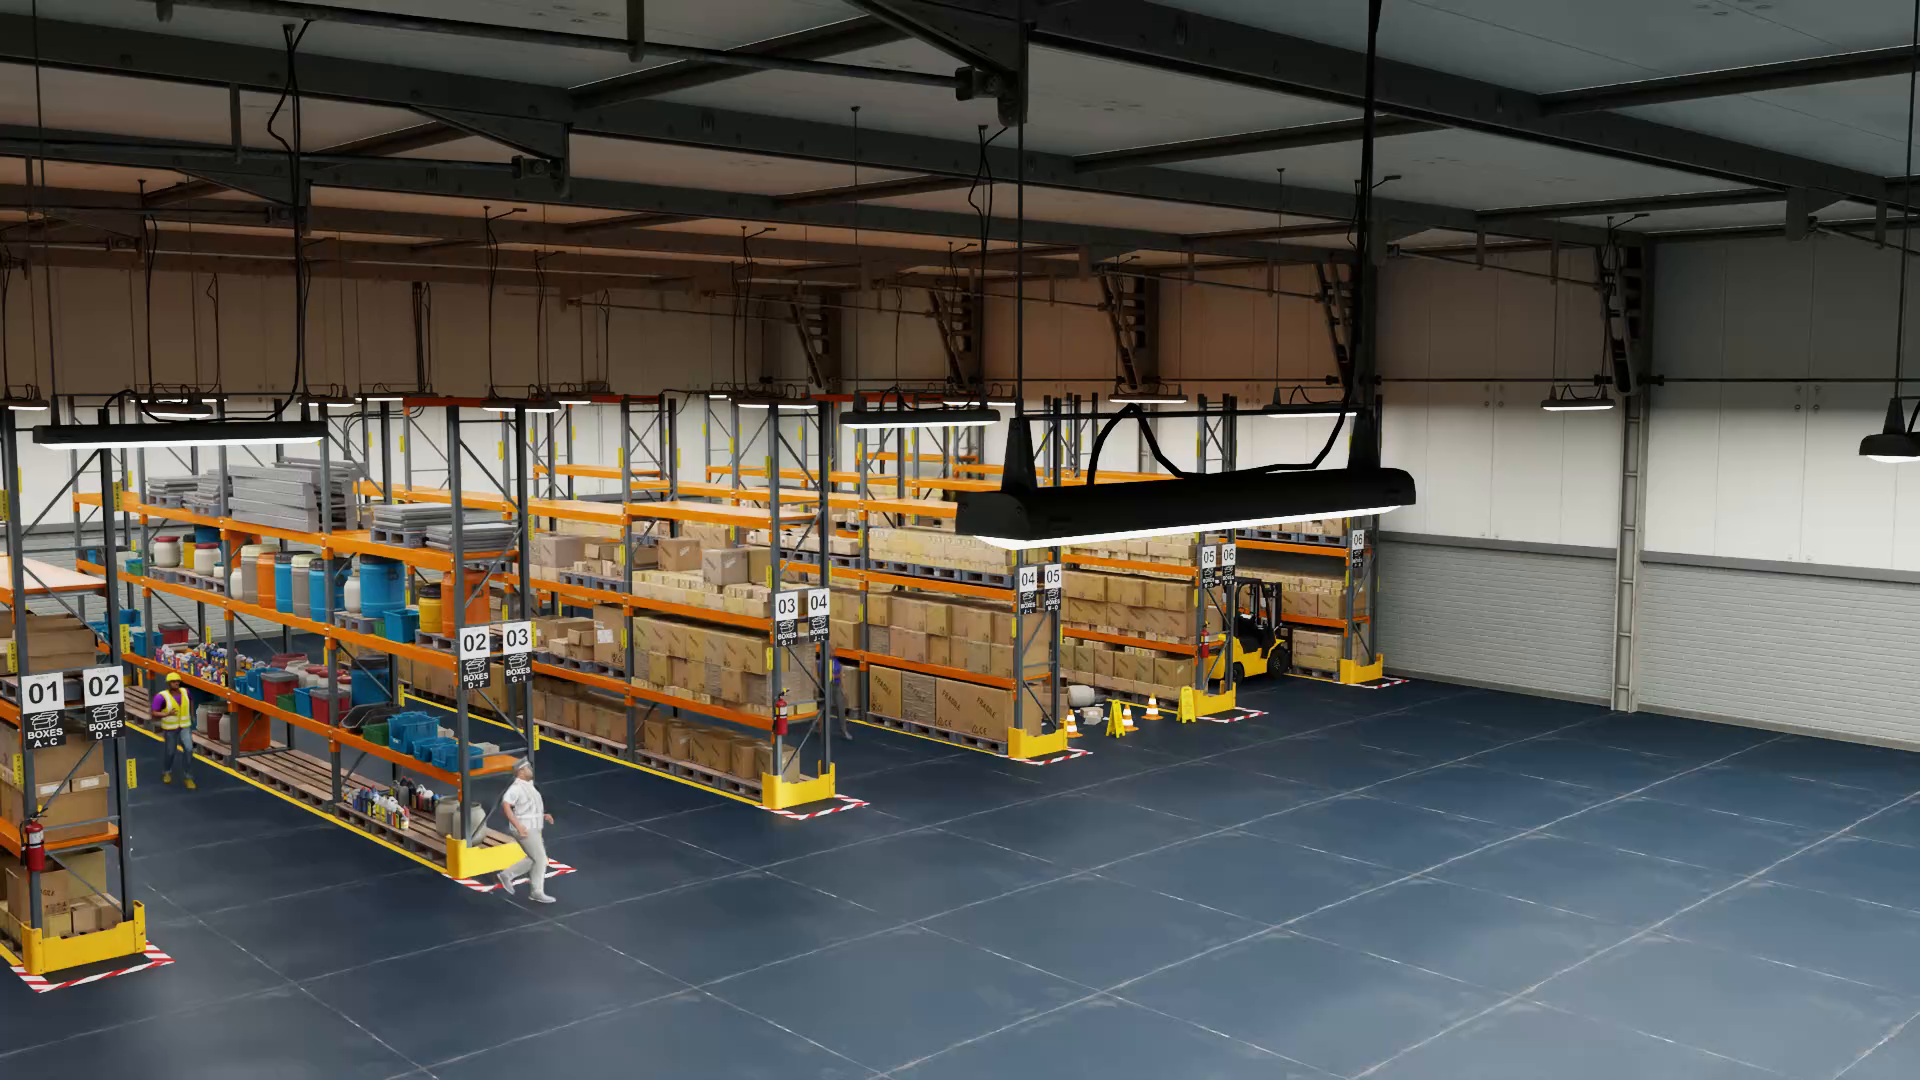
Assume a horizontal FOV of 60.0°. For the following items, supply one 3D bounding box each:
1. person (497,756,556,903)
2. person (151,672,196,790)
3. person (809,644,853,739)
[{"bbox_3d":[-5.285,3.520,20.284,0.731,1.762,0.713,0,6,0],"label":"person"},{"bbox_3d":[-12.184,2.954,25.810,0.720,1.834,0.787,-5,8,-43],"label":"person"},{"bbox_3d":[-2.255,2.653,29.327,0.894,1.645,0.575,5,7,42],"label":"person"}]
